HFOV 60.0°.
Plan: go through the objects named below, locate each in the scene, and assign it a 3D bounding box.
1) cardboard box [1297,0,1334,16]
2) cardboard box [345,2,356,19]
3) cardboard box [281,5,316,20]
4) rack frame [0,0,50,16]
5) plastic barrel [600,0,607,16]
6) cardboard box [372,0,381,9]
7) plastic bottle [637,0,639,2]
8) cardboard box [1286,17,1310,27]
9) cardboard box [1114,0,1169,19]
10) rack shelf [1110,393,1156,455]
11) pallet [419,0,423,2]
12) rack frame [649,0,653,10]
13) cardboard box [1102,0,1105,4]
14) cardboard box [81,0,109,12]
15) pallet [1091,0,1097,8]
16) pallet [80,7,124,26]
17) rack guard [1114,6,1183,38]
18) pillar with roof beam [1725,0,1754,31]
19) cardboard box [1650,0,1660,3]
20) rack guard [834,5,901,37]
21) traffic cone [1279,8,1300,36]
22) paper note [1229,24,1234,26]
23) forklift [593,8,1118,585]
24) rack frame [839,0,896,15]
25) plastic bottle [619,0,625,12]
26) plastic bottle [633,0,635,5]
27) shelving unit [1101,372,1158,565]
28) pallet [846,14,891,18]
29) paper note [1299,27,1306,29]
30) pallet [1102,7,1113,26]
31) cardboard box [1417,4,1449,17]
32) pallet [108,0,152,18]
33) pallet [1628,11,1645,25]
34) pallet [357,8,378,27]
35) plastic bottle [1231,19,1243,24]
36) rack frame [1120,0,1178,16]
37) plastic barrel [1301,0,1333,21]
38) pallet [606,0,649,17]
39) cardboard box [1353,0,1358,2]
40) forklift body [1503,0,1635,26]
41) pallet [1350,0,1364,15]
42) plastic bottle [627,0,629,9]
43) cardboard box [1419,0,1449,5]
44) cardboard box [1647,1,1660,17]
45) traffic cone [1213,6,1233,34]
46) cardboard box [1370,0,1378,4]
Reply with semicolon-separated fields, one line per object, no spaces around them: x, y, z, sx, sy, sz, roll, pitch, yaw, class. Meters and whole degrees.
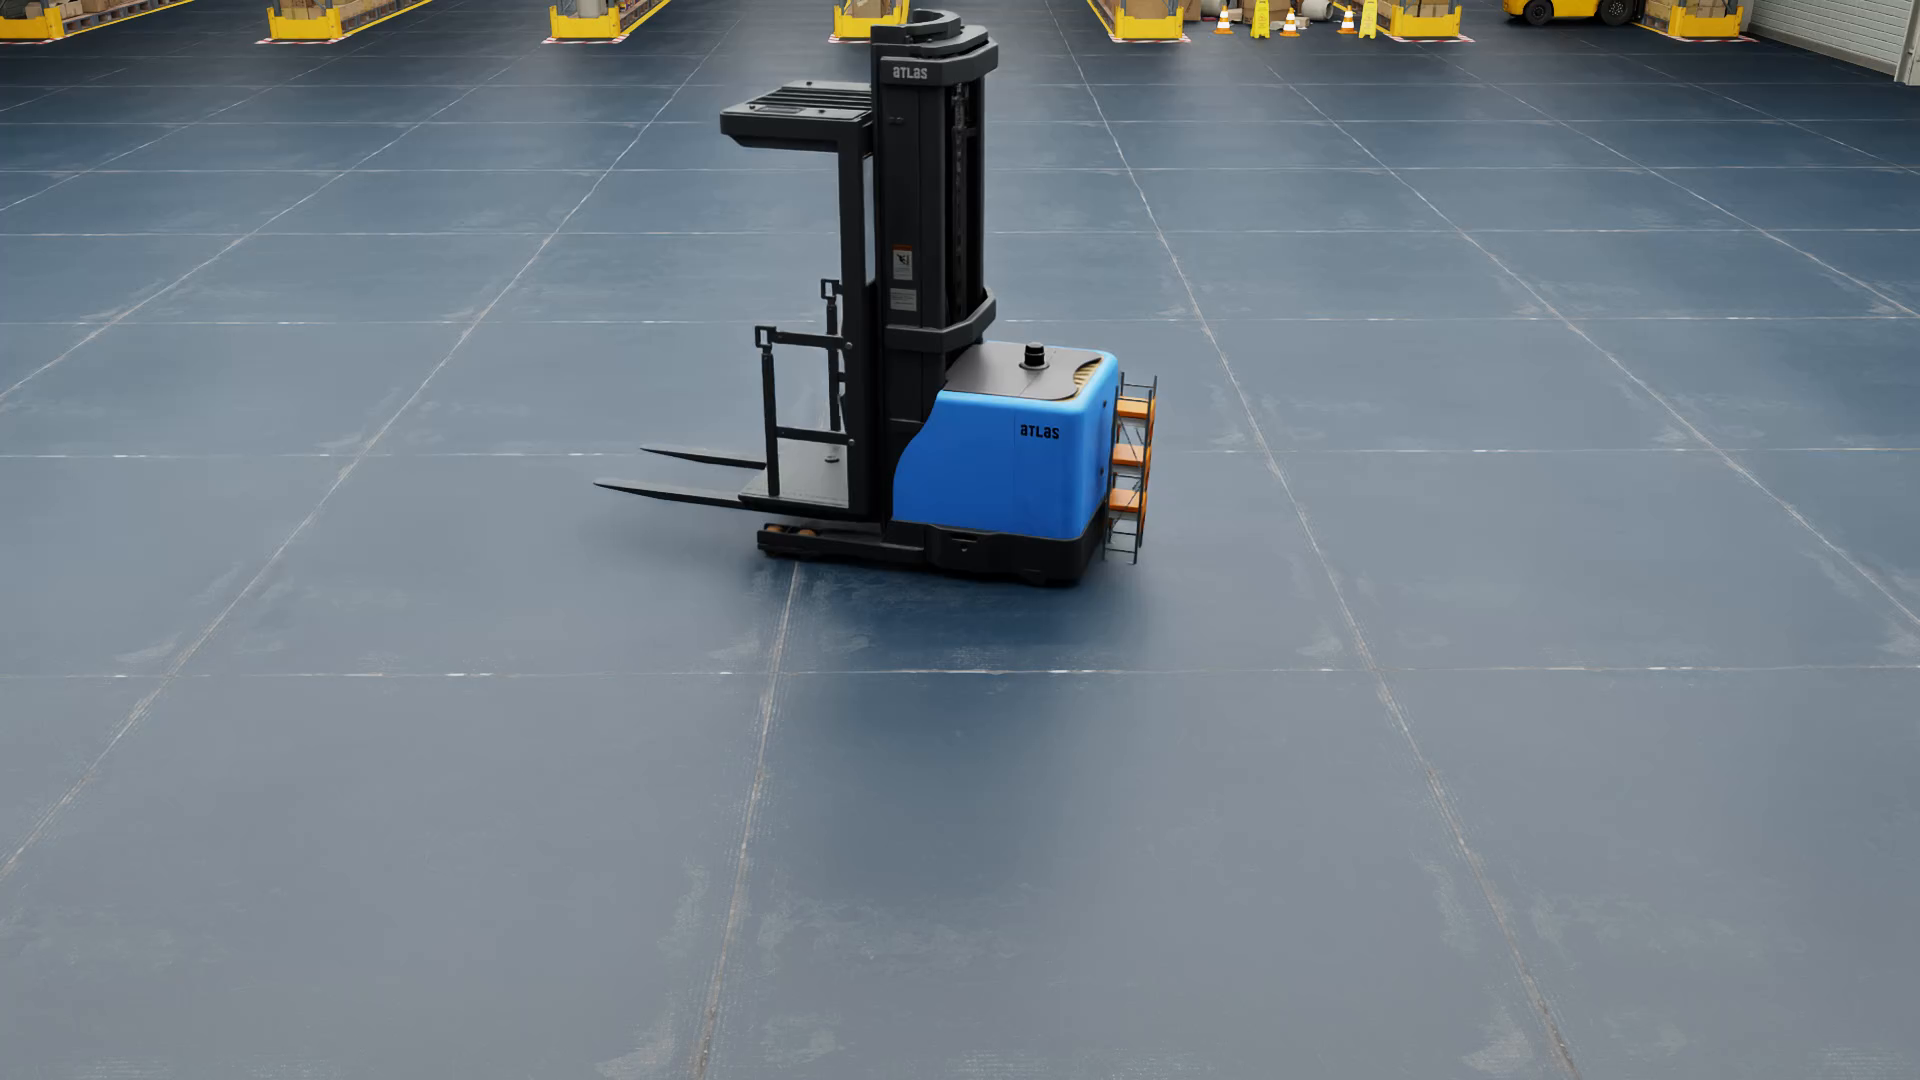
6.886;-10.412;32.161;0.500;0.500;0.500;19;30;35;cardboard box
-11.329;-9.628;30.224;0.500;0.250;0.500;0;24;-1;cardboard box
-11.838;-9.419;29.764;0.500;0.250;0.500;0;24;-1;cardboard box
-16.490;-10.237;28.745;1.000;3.000;0.127;0;24;-1;rack frame
-6.672;-9.817;30.325;0.421;0.512;0.421;0;24;0;plastic barrel
-11.341;-10.246;31.591;0.500;0.250;0.500;0;24;-1;cardboard box
-6.332;-10.660;32.359;0.144;0.351;0.185;-1;24;-2;plastic bottle
6.245;-9.580;30.752;0.380;0.149;0.250;13;27;27;cardboard box
3.257;-9.787;29.819;0.875;0.875;0.875;0;24;0;cardboard box
0.960;-0.646;9.231;0.215;0.259;0.240;7;25;11;rack shelf
-11.643;-11.446;34.802;1.003;0.211;1.213;0;24;-1;pallet
-6.627;-11.930;32.488;1.000;3.000;0.127;0;24;-1;rack frame
3.223;-10.897;32.272;0.875;0.875;0.875;0;24;0;cardboard box
-16.371;-10.122;30.989;0.700;0.500;0.500;-2;24;-4;cardboard box
3.203;-10.980;33.771;1.003;0.211;1.213;0;24;-1;pallet
-16.474;-9.835;31.238;1.003;0.211;1.213;0;24;-1;pallet
3.330;-9.136;29.343;1.175;0.500;0.348;0;24;-1;rack guard
9.831;-13.378;28.408;9.100;9.000;0.400;0;24;-1;pillar with roof beam
12.930;-9.945;30.319;0.500;0.250;0.500;0;24;-1;cardboard box
-1.631;-9.197;29.477;1.175;0.500;0.348;0;24;-1;rack guard
5.878;-9.219;29.572;0.336;0.463;0.334;0;24;-1;traffic cone
5.011;-9.568;30.870;0.144;0.017;0.142;8;26;18;paper note
-0.658;-1.425;9.344;3.031;2.935;1.130;7;25;15;forklift
-1.631;-10.304;28.893;1.000;3.000;0.127;0;24;-1;rack frame
-6.291;-9.988;30.970;0.097;0.271;0.097;0;24;0;plastic bottle
-6.326;-10.447;31.890;0.144;0.351;0.185;0;24;-1;plastic bottle
0.950;-0.398;9.346;0.215;1.050;0.252;7;25;11;shelving unit
-1.605;-9.400;30.277;1.003;0.211;1.213;0;24;-1;pallet
6.278;-9.376;30.445;0.148;0.019;0.142;-9;26;-19;paper note
3.233;-9.845;31.261;1.003;0.211;1.213;0;24;-1;pallet
8.547;-9.621;30.209;0.500;0.250;0.500;0;24;-1;cardboard box
-16.491;-10.338;32.353;1.003;0.211;1.213;0;24;-1;pallet
13.182;-9.918;31.424;1.003;0.211;1.213;0;24;-1;pallet
-11.597;-9.807;31.178;1.003;0.211;1.213;0;24;-1;pallet
5.172;-9.710;31.145;0.133;0.061;0.283;-9;26;-19;plastic bottle
3.330;-10.285;28.850;1.000;3.000;0.127;0;24;-1;rack frame
6.742;-10.019;31.389;0.512;0.421;0.421;19;30;35;plastic barrel
-6.661;-10.383;32.450;1.003;0.211;1.213;0;24;-1;pallet
7.972;-10.691;32.576;0.500;0.250;0.500;-1;24;-3;cardboard box
11.397;-10.759;30.929;2.313;2.155;1.214;0;24;-1;forklift body
8.278;-10.450;32.599;1.003;0.211;1.213;0;24;-1;pallet
-6.295;-10.129;31.283;0.097;0.271;0.097;0;24;0;plastic bottle
8.546;-9.972;30.076;0.500;0.500;0.500;-1;24;-2;cardboard box
12.925;-9.708;30.402;0.500;0.250;0.500;0;24;-1;cardboard box
4.744;-9.354;29.871;0.336;0.463;0.334;0;24;-1;traffic cone
7.992;-10.048;31.154;0.500;0.250;0.500;-1;24;-2;cardboard box
